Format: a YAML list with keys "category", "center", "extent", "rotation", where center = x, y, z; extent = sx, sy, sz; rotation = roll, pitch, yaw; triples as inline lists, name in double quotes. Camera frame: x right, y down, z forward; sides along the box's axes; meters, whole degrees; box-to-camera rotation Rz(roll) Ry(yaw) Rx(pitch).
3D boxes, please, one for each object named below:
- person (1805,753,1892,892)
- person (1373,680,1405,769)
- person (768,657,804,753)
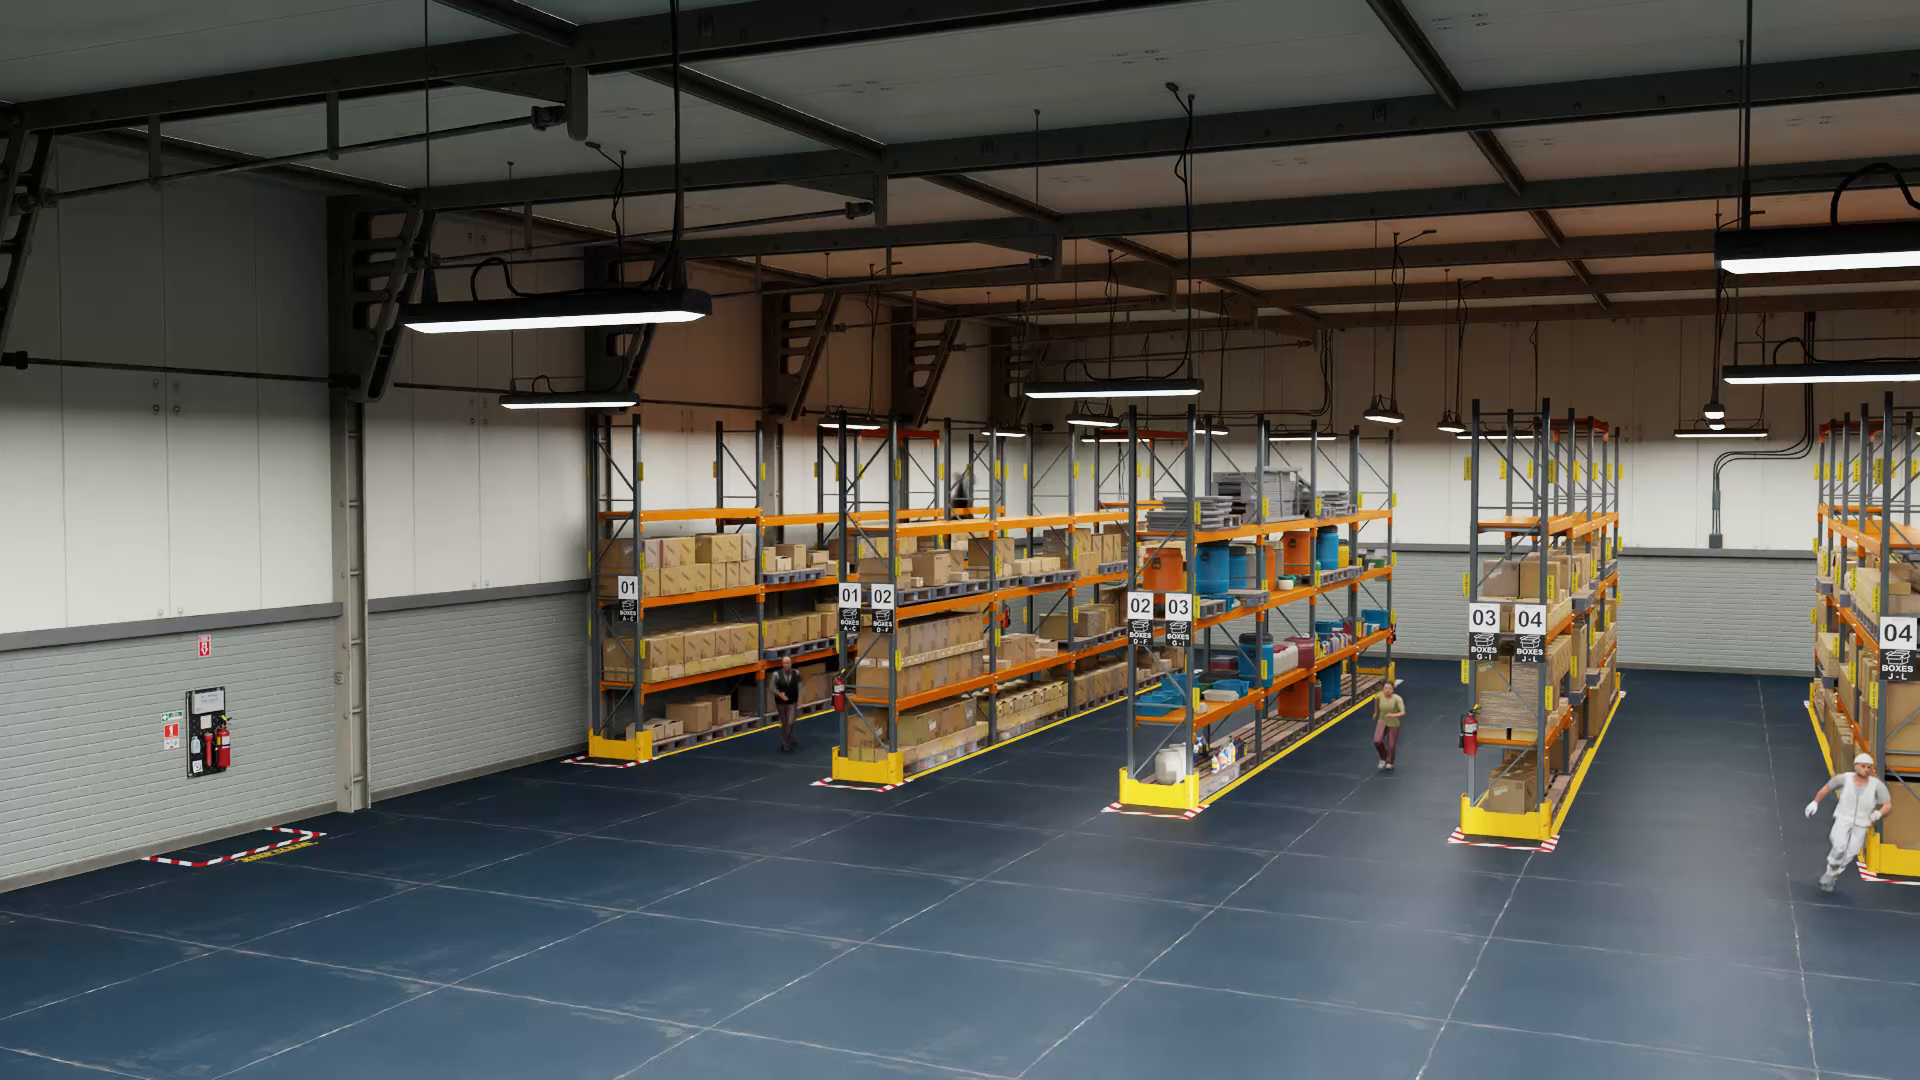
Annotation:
- category: "person"
  center: [10.548, 3.357, 19.684]
  extent: [0.845, 1.693, 0.715]
  rotation: [1, 2, 14]
- category: "person"
  center: [7.134, 3.078, 27.681]
  extent: [0.576, 1.539, 0.898]
  rotation: [1, 3, 23]
- category: "person"
  center: [-3.119, 2.922, 29.858]
  extent: [0.630, 1.693, 0.828]
  rotation: [0, 2, -5]
